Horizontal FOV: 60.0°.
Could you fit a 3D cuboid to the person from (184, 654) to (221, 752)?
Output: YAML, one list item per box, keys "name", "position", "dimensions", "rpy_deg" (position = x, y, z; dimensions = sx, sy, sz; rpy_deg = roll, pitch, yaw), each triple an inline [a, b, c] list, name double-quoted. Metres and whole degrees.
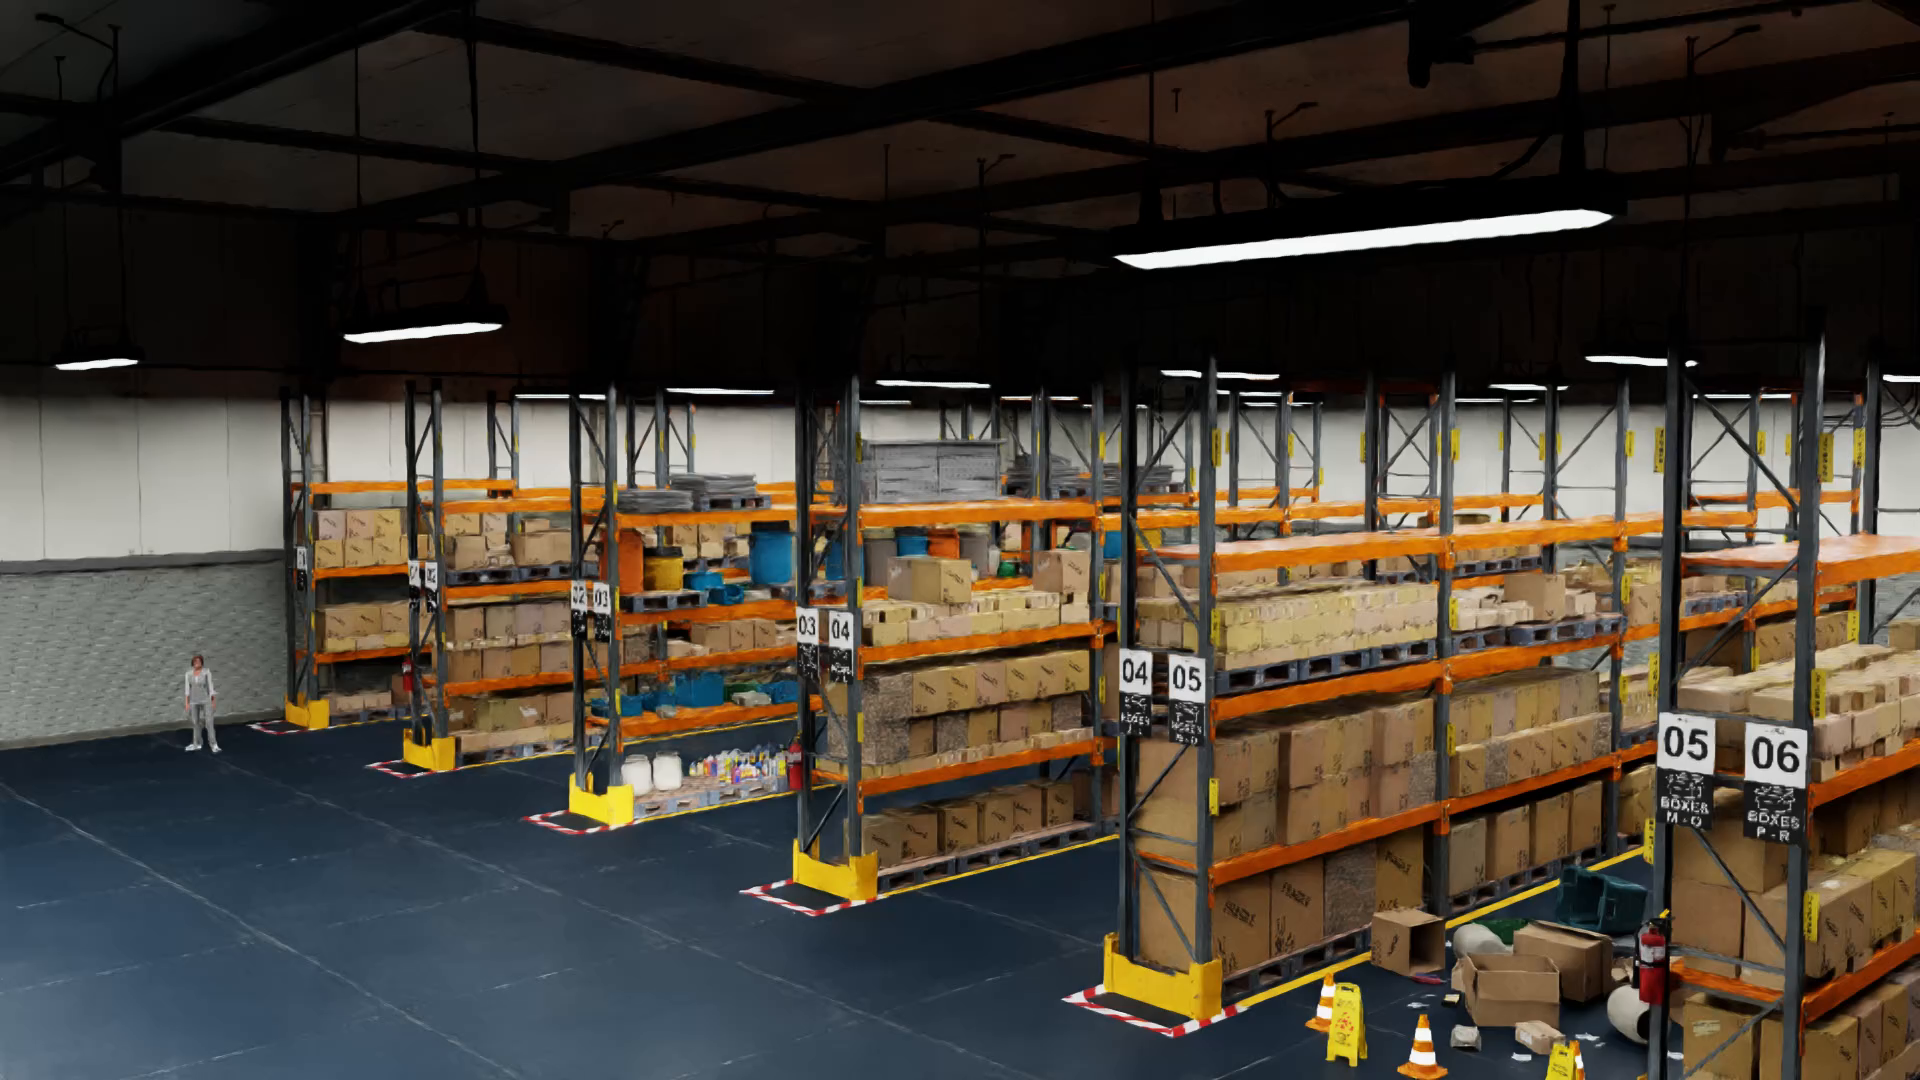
- name: "person"
  position: [-12.280, 2.636, 26.948]
  dimensions: [0.626, 1.591, 0.496]
  rpy_deg: [-1, 4, -11]
